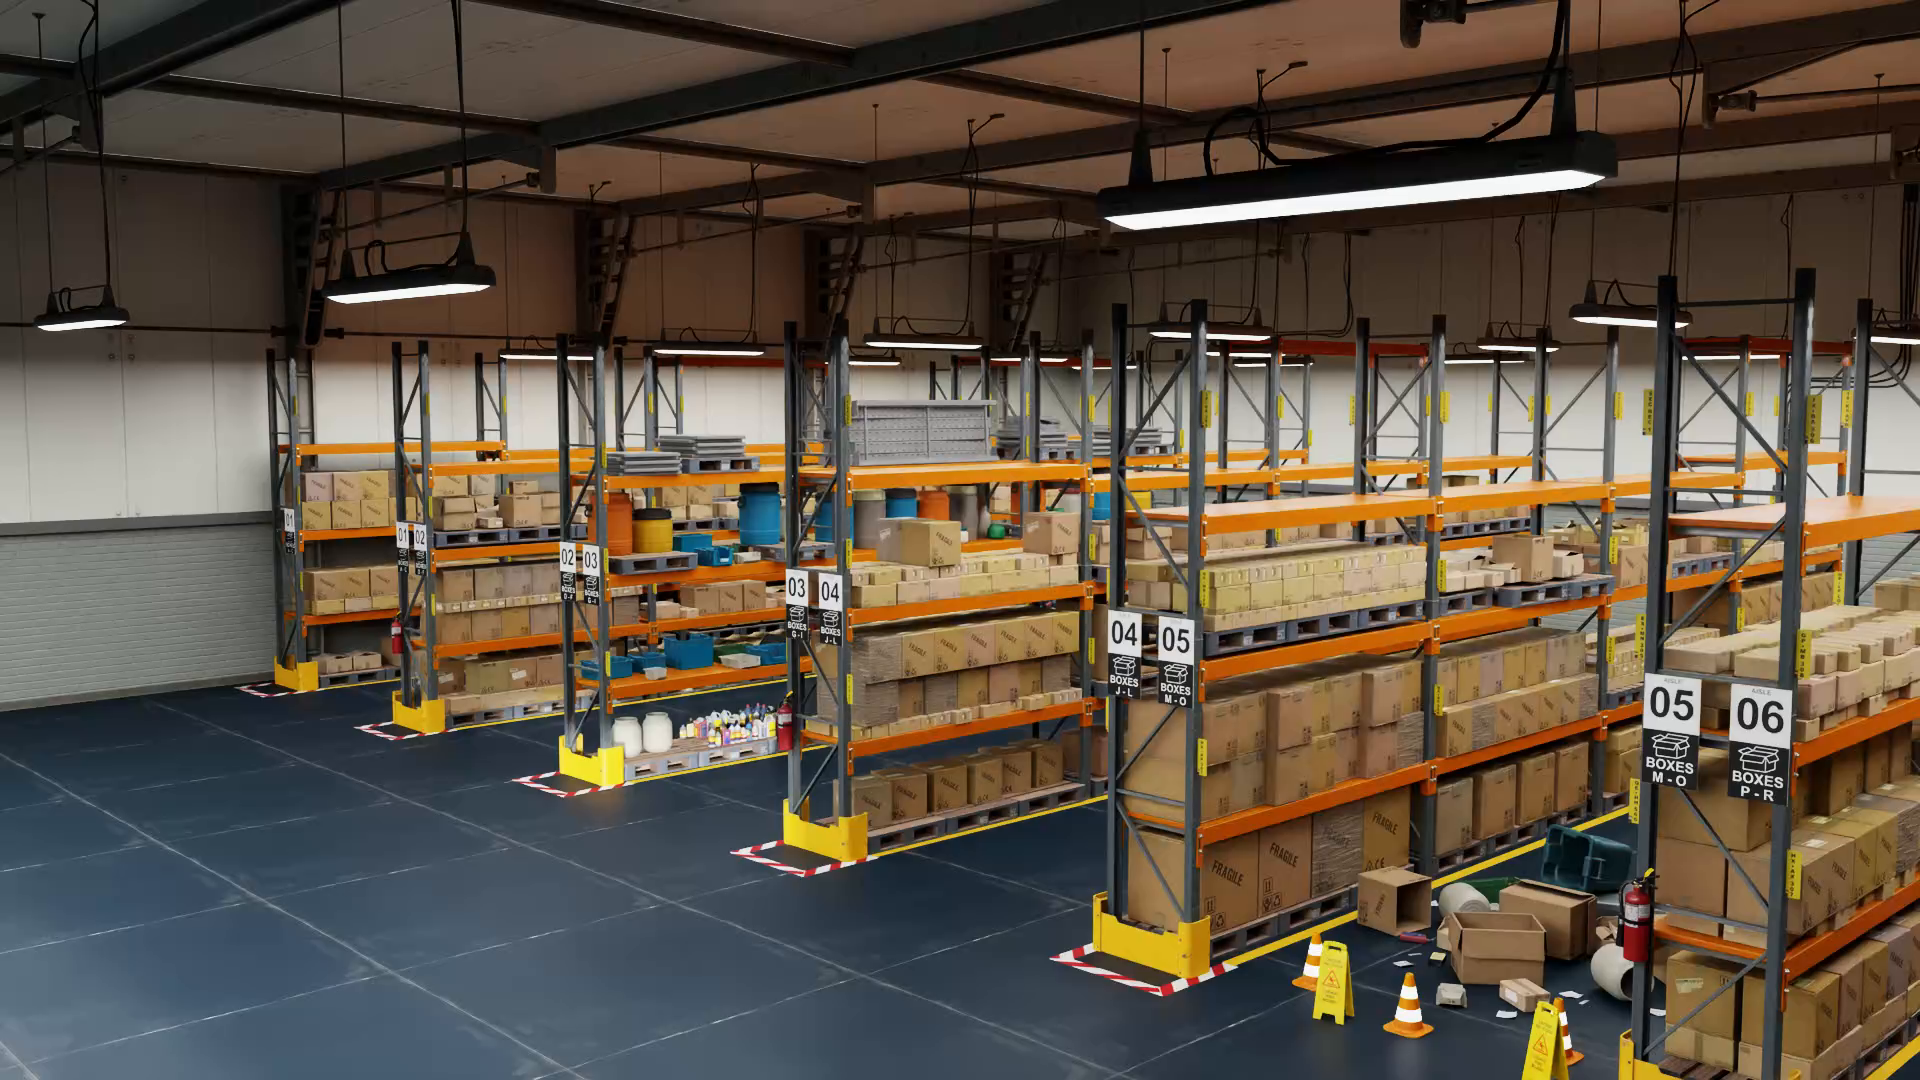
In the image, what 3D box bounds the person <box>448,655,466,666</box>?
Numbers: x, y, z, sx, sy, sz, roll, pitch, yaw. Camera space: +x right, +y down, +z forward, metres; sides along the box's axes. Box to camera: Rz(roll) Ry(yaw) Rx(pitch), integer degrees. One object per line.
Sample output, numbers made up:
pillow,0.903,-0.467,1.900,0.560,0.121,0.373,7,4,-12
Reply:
person,-8.824,1.829,28.809,0.524,1.661,0.442,-1,5,-14
